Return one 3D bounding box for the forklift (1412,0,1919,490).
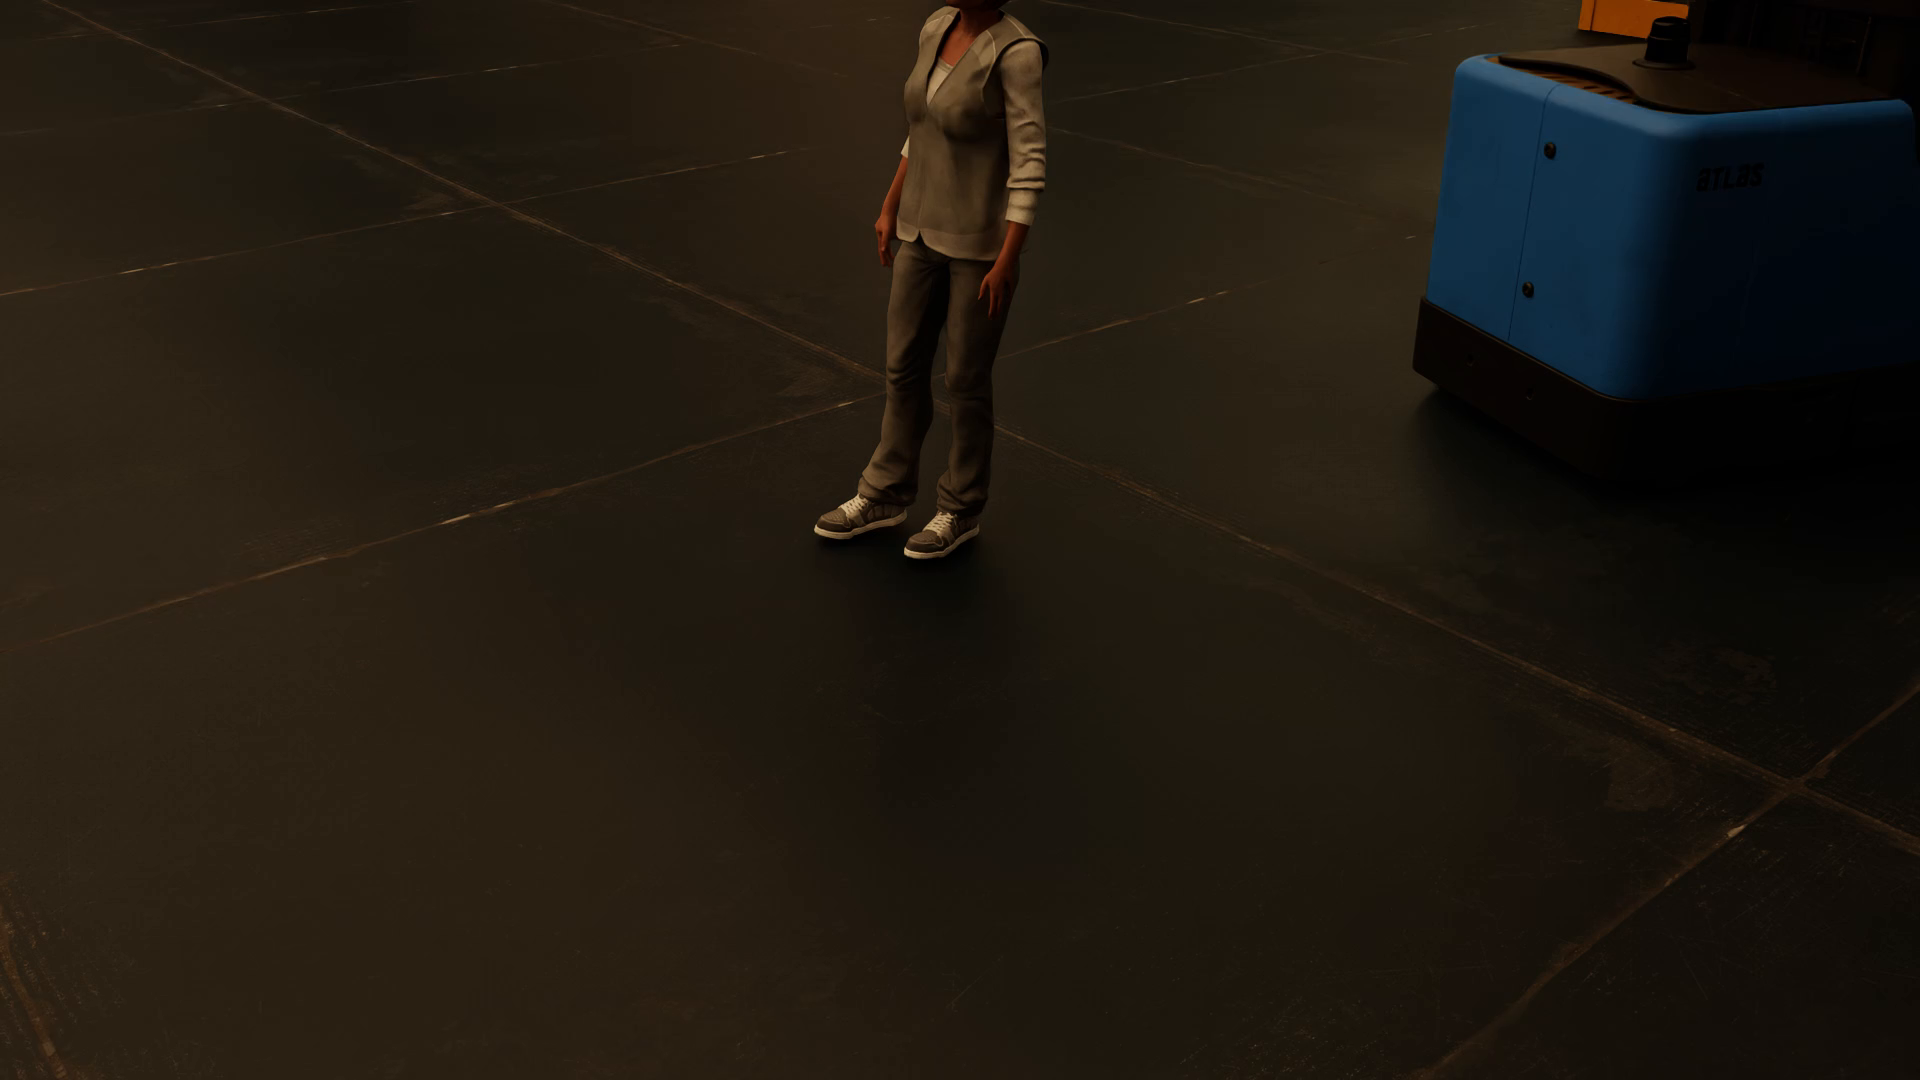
[{"bbox_3d":[3.065,-1.836,4.904,3.031,2.935,1.130,-9,28,-17],"label":"forklift"}]

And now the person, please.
[{"bbox_3d":[-0.065,-0.699,4.113,0.475,1.582,0.521,-20,33,-35],"label":"person"}]
